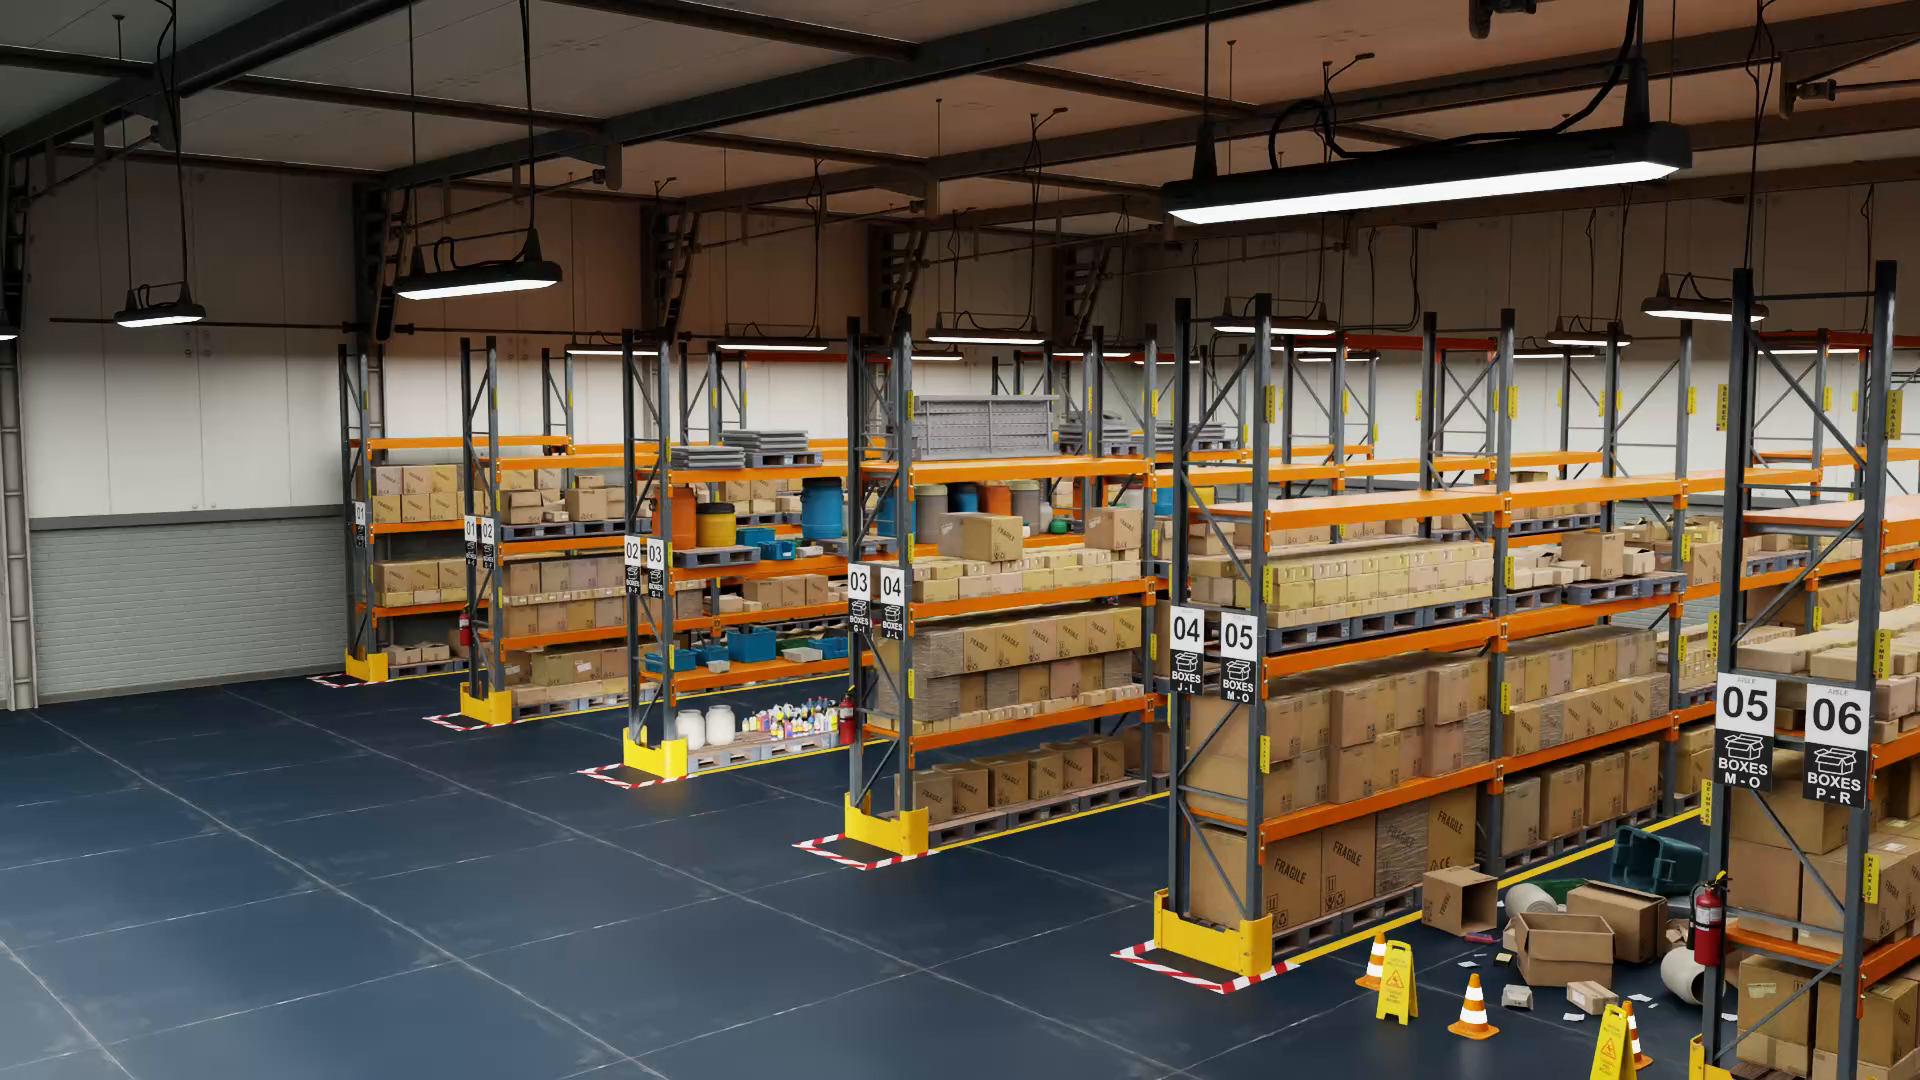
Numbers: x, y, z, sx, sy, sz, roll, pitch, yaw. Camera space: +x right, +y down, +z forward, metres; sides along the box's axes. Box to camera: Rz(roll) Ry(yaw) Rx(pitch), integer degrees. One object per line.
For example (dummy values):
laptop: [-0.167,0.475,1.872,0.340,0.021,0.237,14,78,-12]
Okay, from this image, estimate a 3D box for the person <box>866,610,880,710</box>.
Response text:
person: [-1.403,1.966,26.740,0.539,1.734,0.353,0,5,-5]

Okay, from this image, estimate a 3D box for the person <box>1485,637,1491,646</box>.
person: [7.954,2.132,24.758,0.947,1.740,0.519,-5,7,-43]
